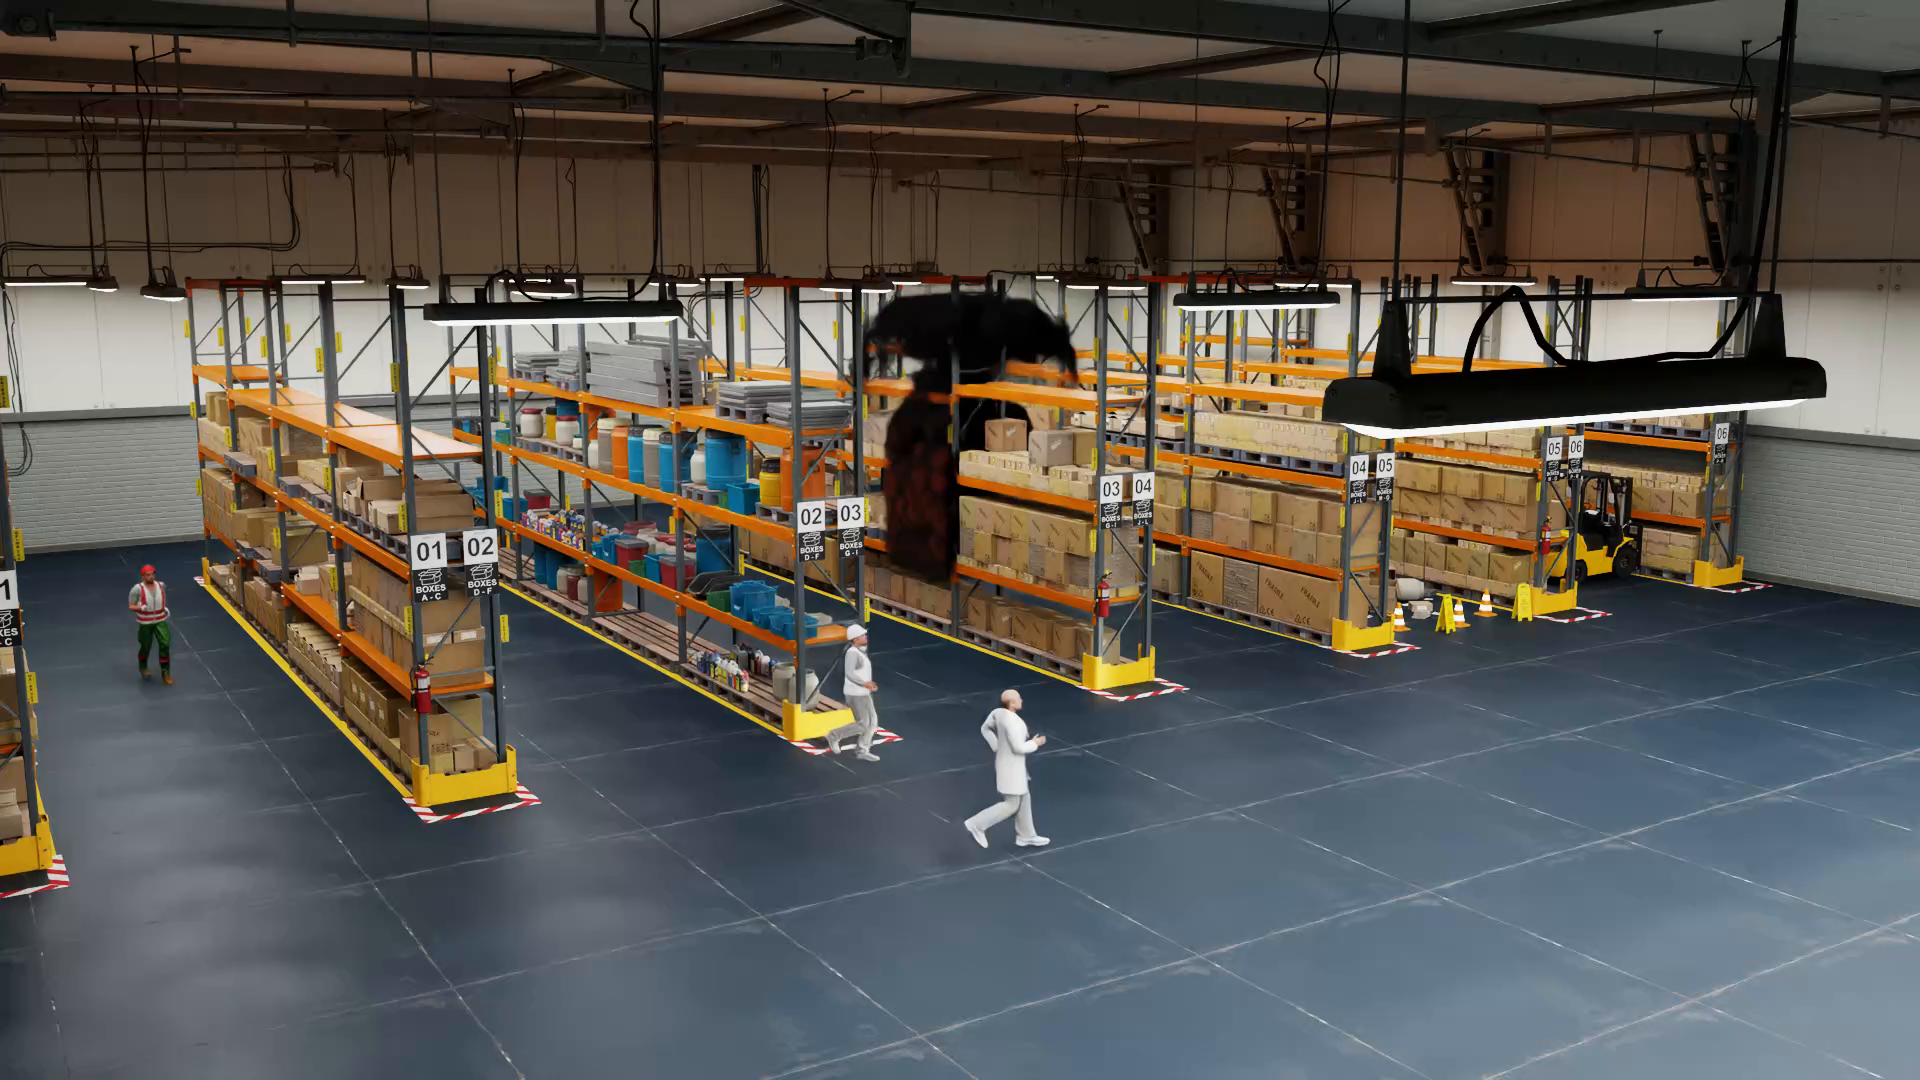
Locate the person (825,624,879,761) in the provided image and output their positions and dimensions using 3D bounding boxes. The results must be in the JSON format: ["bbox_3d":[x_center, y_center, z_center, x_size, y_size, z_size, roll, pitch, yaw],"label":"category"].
[{"bbox_3d":[-1.361,1.934,21.146,0.684,1.743,0.682,1,10,4],"label":"person"}]

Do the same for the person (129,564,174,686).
[{"bbox_3d":[-12.207,1.261,25.085,0.598,1.824,0.880,-8,13,-41],"label":"person"}]

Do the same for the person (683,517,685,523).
[{"bbox_3d":[-6.133,-1.119,39.468,0.908,1.744,0.674,-3,10,-16],"label":"person"}]

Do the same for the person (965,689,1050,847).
[{"bbox_3d":[0.510,2.469,17.912,0.966,1.761,0.715,-2,10,-12],"label":"person"}]
